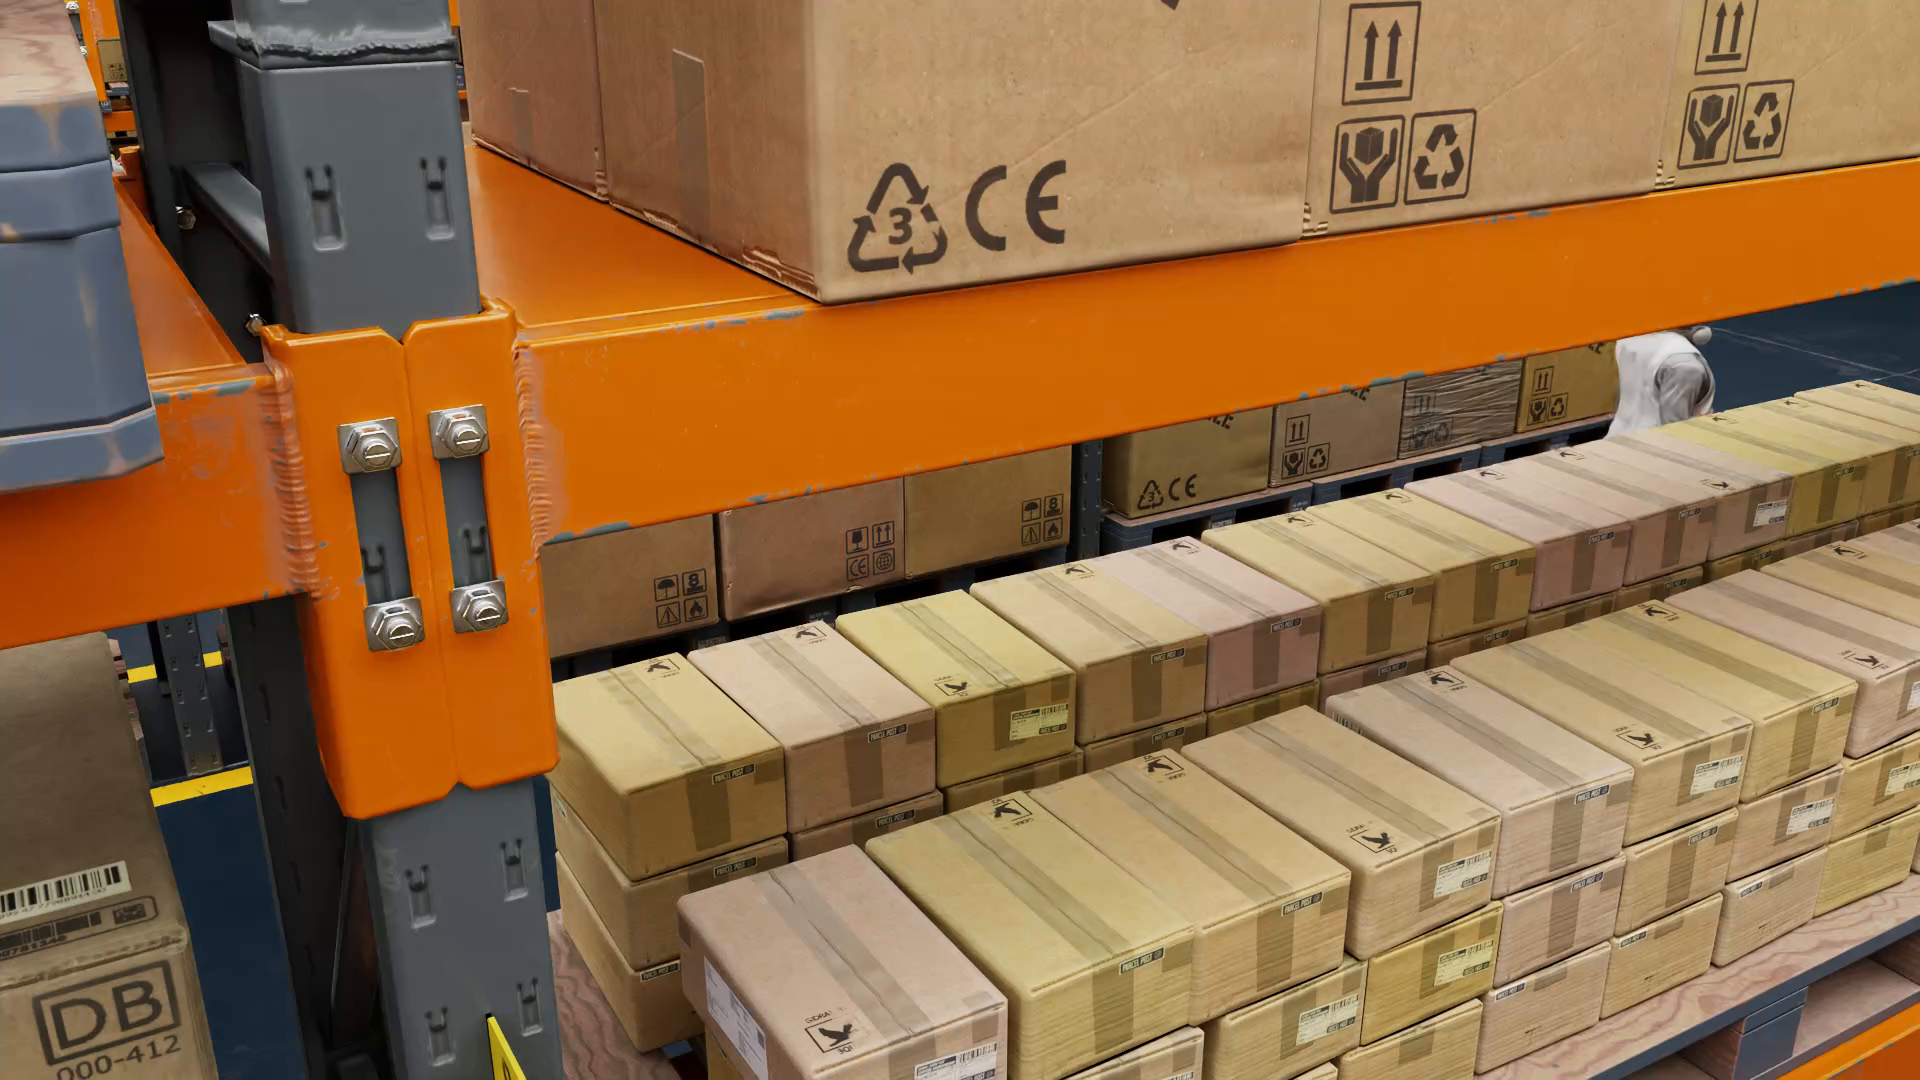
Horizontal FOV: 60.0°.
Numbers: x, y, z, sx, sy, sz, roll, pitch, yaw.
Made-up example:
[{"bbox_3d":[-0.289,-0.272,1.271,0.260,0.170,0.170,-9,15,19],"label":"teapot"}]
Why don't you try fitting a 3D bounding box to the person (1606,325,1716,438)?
[{"bbox_3d":[2.767,-0.298,6.782,0.793,1.750,0.548,-2,22,-6],"label":"person"}]
